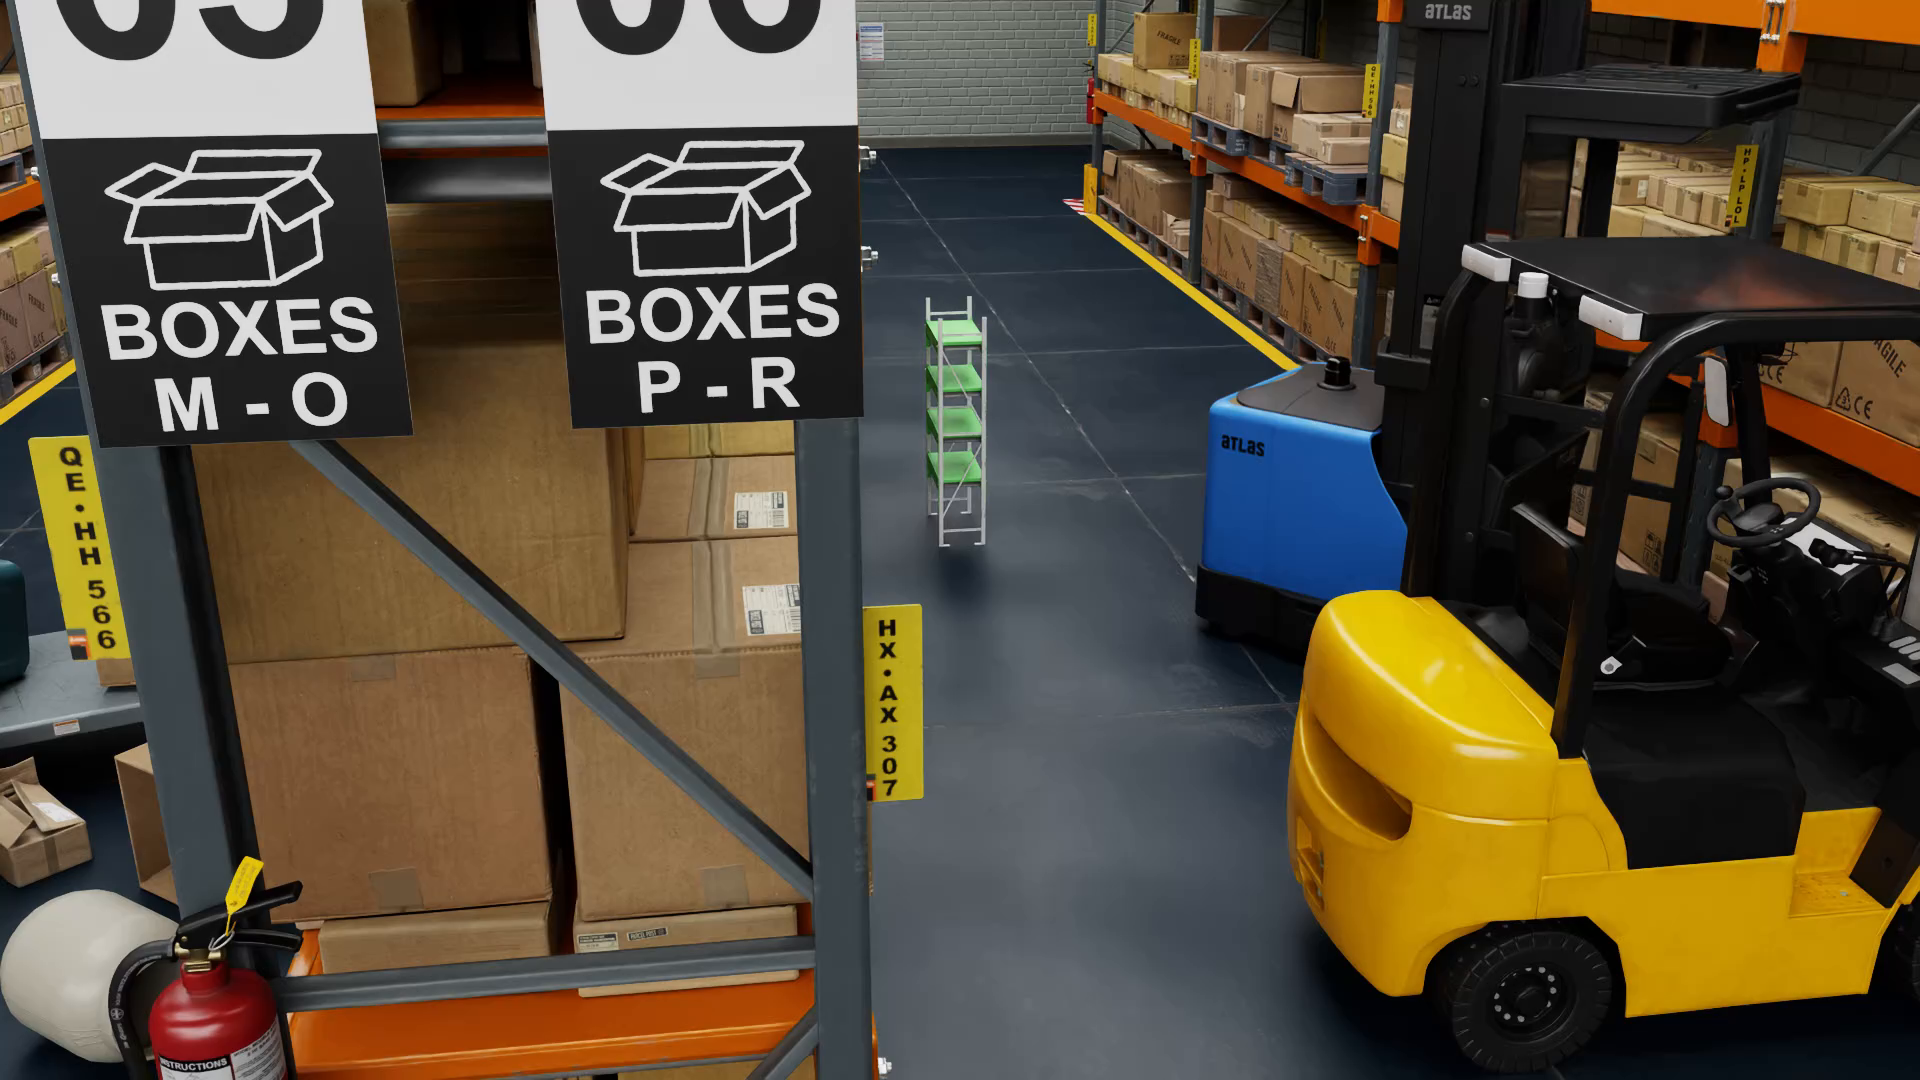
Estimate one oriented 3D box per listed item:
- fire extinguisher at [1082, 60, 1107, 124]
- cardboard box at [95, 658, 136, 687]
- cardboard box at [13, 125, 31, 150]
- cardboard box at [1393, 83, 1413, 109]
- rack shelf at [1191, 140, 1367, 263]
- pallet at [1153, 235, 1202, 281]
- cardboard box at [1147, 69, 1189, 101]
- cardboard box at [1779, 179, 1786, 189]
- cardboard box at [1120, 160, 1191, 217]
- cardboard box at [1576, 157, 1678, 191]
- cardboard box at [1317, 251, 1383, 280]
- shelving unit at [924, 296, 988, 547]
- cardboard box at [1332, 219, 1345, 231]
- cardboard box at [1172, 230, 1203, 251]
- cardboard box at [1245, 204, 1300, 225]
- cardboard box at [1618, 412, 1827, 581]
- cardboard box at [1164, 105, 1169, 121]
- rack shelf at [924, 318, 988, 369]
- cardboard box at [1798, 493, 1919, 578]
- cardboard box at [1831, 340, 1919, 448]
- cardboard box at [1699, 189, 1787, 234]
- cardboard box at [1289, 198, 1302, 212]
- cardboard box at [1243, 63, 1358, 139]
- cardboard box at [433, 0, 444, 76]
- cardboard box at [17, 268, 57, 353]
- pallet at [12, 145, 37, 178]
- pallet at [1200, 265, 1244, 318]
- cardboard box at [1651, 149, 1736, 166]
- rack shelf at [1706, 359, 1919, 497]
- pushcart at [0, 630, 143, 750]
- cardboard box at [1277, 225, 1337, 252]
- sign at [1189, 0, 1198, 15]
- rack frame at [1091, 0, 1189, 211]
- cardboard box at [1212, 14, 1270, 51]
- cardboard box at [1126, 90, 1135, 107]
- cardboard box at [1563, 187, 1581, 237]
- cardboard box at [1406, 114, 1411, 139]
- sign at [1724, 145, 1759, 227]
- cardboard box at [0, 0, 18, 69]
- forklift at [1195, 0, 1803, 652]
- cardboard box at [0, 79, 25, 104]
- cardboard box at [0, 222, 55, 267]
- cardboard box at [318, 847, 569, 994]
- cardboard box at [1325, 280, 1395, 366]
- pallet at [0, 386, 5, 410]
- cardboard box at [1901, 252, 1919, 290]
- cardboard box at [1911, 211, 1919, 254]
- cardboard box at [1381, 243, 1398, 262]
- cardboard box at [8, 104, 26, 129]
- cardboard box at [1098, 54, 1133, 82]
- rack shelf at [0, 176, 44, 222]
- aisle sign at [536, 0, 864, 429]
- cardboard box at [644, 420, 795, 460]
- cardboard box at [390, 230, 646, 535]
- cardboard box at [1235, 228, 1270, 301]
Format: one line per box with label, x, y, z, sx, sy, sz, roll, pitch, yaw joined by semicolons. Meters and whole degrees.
fire extinguisher;1.483;-4.924;18.257;0.296;0.674;0.183;-3;21;-8
cardboard box;-2.977;0.215;6.343;0.500;0.500;0.500;-3;21;-8
cardboard box;-6.896;-2.875;11.885;0.380;0.149;0.250;-4;21;-11
cardboard box;3.195;-2.768;11.096;0.500;0.500;0.500;-2;21;-5
rack shelf;2.827;-2.693;12.668;1.077;0.370;4.000;-3;21;-8
pallet;2.440;-2.654;15.521;1.003;0.211;1.213;-3;21;-8
cardboard box;2.078;-4.302;15.736;0.500;0.250;0.500;-3;21;-8
cardboard box;3.866;-1.532;7.460;0.380;0.149;0.250;-4;21;-10
cardboard box;2.041;-3.619;17.091;0.700;0.500;0.500;-2;21;-6
cardboard box;3.239;-1.765;8.084;0.380;0.149;0.250;-3;21;-9
cardboard box;2.723;-1.919;11.611;0.380;0.149;0.250;-4;21;-11
shelving unit;-0.024;-0.619;8.660;0.258;1.200;0.503;-3;21;-8
cardboard box;3.112;-2.404;12.912;0.380;0.149;0.250;-4;21;-10
cardboard box;2.167;-2.762;15.299;0.380;0.149;0.250;-4;21;-9
cardboard box;2.544;-2.640;13.544;0.380;0.149;0.250;-3;21;-9
cardboard box;3.605;-0.217;7.805;0.875;0.625;0.625;-2;21;-5
cardboard box;2.111;-3.973;15.425;0.380;0.149;0.250;-2;21;-6
rack shelf;-0.024;-1.009;8.514;0.258;0.148;0.480;-3;21;-8
cardboard box;3.514;0.031;6.247;0.500;0.250;0.500;-3;21;-8
cardboard box;3.589;-0.654;6.036;0.500;0.500;0.500;-3;21;-7
cardboard box;3.422;-1.411;7.136;0.380;0.149;0.250;-2;21;-6
cardboard box;2.963;-2.765;13.877;0.380;0.149;0.250;-3;21;-7
cardboard box;2.574;-3.337;12.619;0.700;0.500;0.500;-3;21;-8
cardboard box;-1.040;-0.798;2.637;0.380;0.149;0.250;-3;21;-7
cardboard box;-6.758;-1.613;11.721;0.500;0.500;0.500;-3;21;-9
pallet;-7.291;-2.825;12.266;1.003;0.211;1.213;-3;21;-8
pallet;2.693;-2.137;14.136;1.003;0.211;1.213;-3;21;-8
cardboard box;3.722;-1.880;8.393;0.380;0.149;0.250;-3;21;-8
rack shelf;3.980;0.076;5.252;1.077;0.370;4.000;-3;21;-8
pushcart;-3.469;0.659;6.411;1.648;0.377;0.936;-11;23;-26
cardboard box;2.630;-2.286;12.596;0.380;0.149;0.250;-4;21;-10
sign;2.514;-5.819;17.903;0.100;0.325;0.005;-3;21;-8
rack frame;1.962;-5.108;18.105;1.000;3.000;0.127;-3;21;-8
cardboard box;2.587;-4.672;15.656;0.500;0.500;0.500;-3;21;-9
cardboard box;1.874;-4.414;16.606;0.380;0.149;0.250;-4;21;-9
cardboard box;3.218;-1.629;8.291;0.500;0.250;0.500;-3;21;-7
cardboard box;2.909;-2.471;9.975;0.380;0.149;0.250;-2;21;-7
sign;3.156;-1.428;6.710;0.100;0.325;0.005;-3;21;-8
cardboard box;-7.592;-3.990;13.115;0.500;0.500;0.500;-4;21;-10
forklift;2.543;-0.777;6.608;3.031;2.935;1.130;16;26;36
cardboard box;-6.931;-3.233;11.993;0.380;0.149;0.250;-4;21;-9
cardboard box;-6.838;-2.140;12.059;0.500;0.250;0.500;-2;21;-5
cardboard box;-0.909;0.683;2.961;0.380;0.149;0.250;-2;21;-6
cardboard box;2.841;-1.499;11.415;0.500;0.500;0.500;-2;21;-6
pallet;-6.791;-0.766;10.465;1.003;0.211;1.213;-3;21;-8
cardboard box;3.543;-0.913;5.802;0.380;0.149;0.250;-2;21;-7
cardboard box;3.552;-1.050;5.744;0.380;0.149;0.250;-2;21;-7
cardboard box;3.221;-2.039;11.934;0.380;0.149;0.250;-3;21;-7
cardboard box;-6.888;-3.005;11.810;0.380;0.149;0.250;-4;21;-10
cardboard box;1.760;-5.006;17.622;0.500;0.250;0.500;-3;21;-7
rack shelf;-6.969;-2.157;11.233;1.077;0.370;4.000;-3;21;-8
aisle sign;-0.328;-0.528;2.128;0.394;0.787;0.004;-3;21;-8
cardboard box;-0.590;-0.036;3.958;0.500;0.500;0.500;-3;21;-9
cardboard box;-0.998;-0.312;3.269;0.700;0.500;0.500;-3;21;-7
cardboard box;2.539;-2.213;13.326;0.500;0.500;0.500;-4;21;-9
